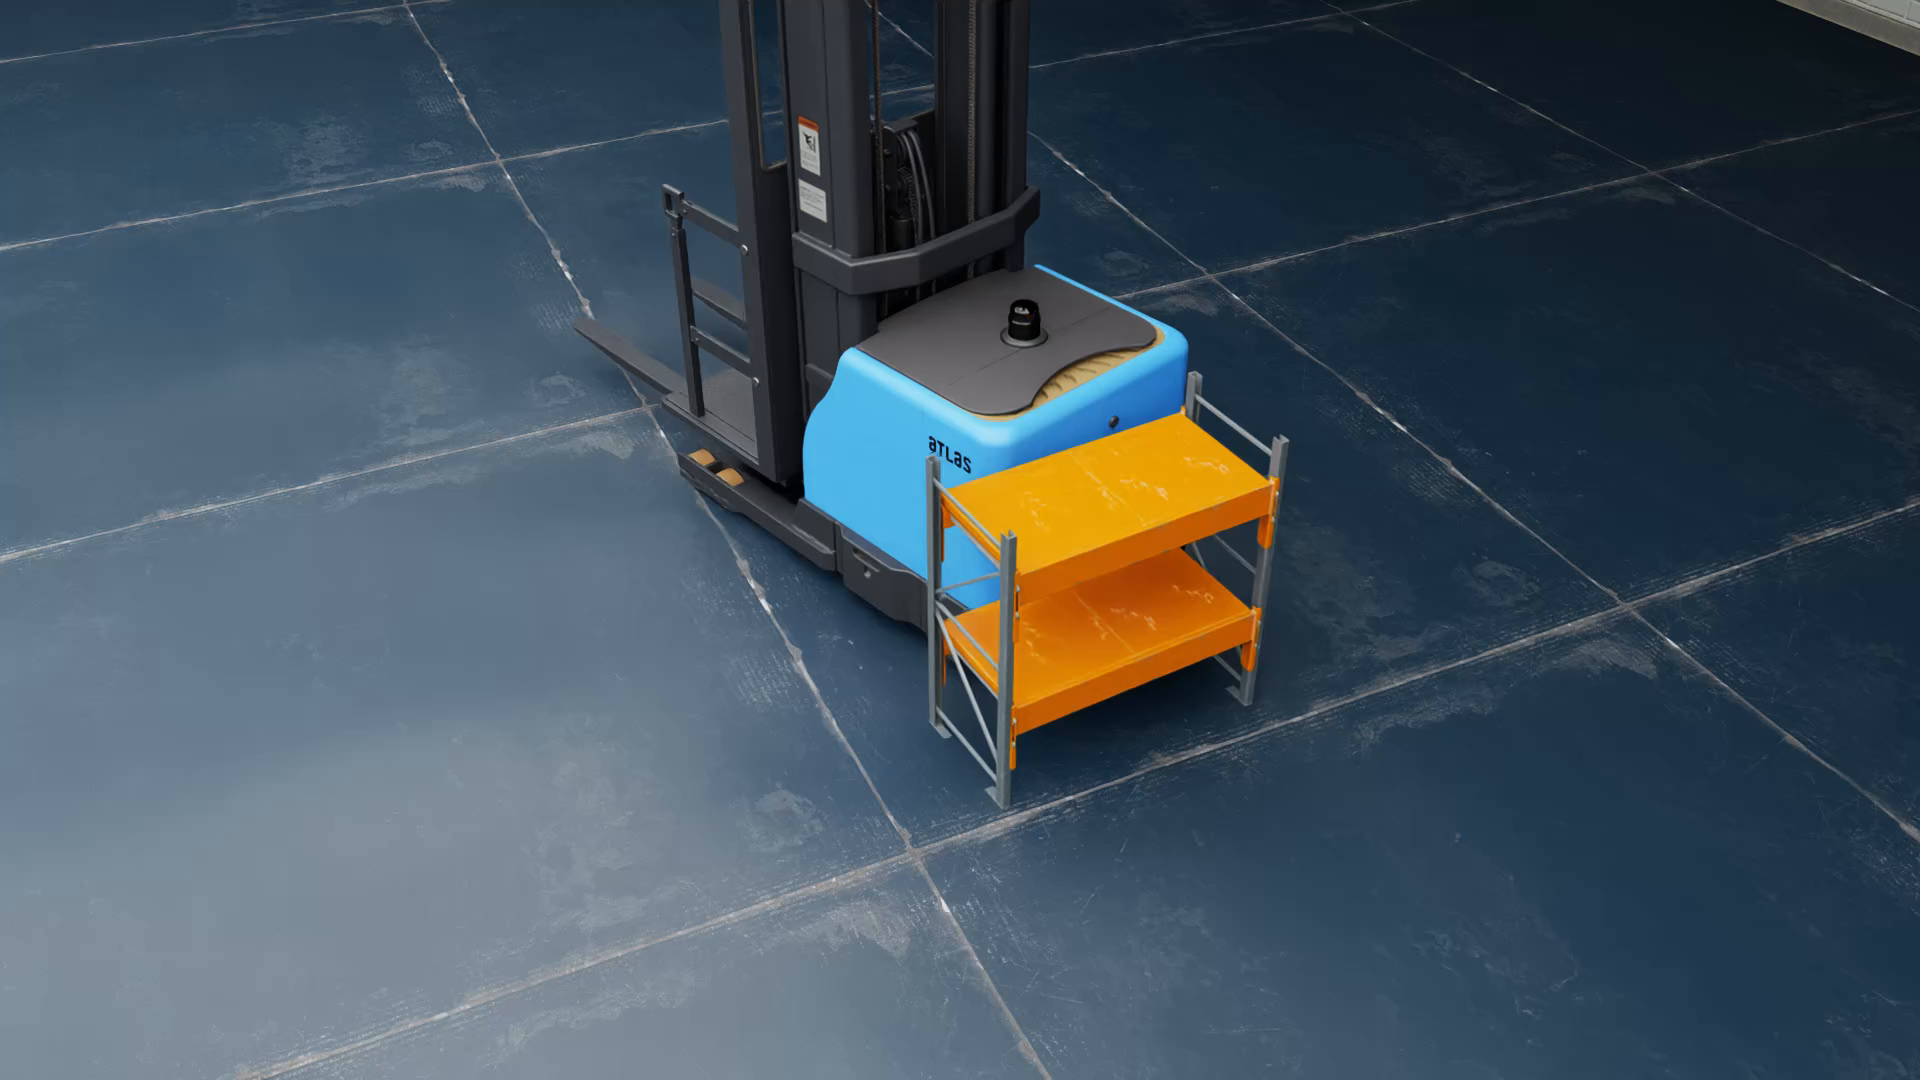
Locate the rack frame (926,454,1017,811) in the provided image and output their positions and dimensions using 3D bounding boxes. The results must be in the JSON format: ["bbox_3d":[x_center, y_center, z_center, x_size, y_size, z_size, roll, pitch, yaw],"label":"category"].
[{"bbox_3d":[0.030,0.316,5.379,0.032,1.125,0.500,-19,41,-24],"label":"rack frame"}]

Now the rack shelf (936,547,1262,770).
[{"bbox_3d":[0.469,0.360,5.730,1.000,0.278,0.538,-19,41,-24],"label":"rack shelf"}]

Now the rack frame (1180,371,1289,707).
[{"bbox_3d":[0.909,0.012,5.789,0.032,1.125,0.500,-19,41,-24],"label":"rack frame"}]

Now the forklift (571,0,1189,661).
[{"bbox_3d":[-0.537,-1.493,6.302,1.130,2.935,3.031,-29,45,-33],"label":"forklift"}]

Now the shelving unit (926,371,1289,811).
[{"bbox_3d":[0.470,0.164,5.584,1.048,1.125,0.538,-19,41,-24],"label":"shelving unit"}]

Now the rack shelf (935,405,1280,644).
[{"bbox_3d":[0.470,-0.071,5.409,1.000,0.278,0.538,-19,41,-24],"label":"rack shelf"}]
